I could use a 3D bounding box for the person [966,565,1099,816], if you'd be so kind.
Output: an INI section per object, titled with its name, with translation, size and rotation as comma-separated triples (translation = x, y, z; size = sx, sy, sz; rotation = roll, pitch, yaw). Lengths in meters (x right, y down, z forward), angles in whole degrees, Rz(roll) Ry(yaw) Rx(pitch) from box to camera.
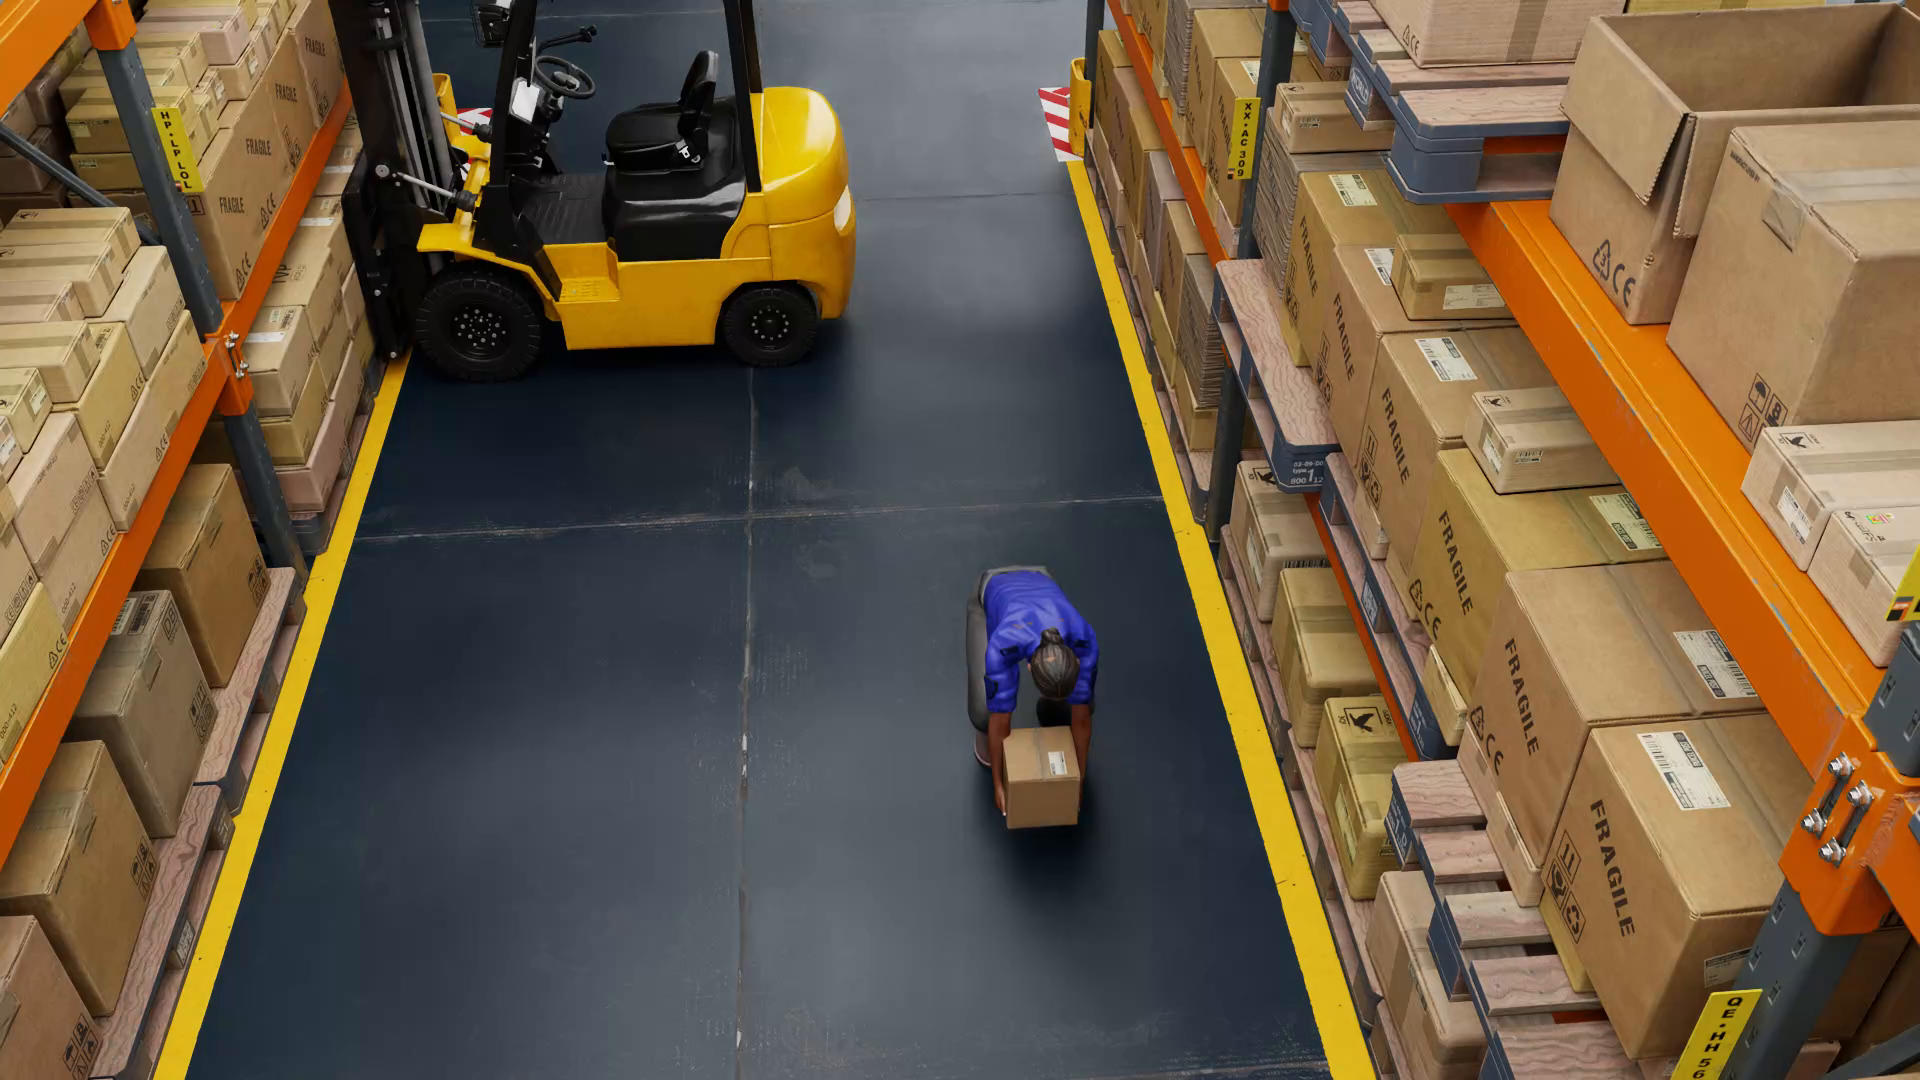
[person]
translation = 0.264, 0.524, 6.087
size = 0.472, 0.944, 0.865
rotation = -5, 40, -6
